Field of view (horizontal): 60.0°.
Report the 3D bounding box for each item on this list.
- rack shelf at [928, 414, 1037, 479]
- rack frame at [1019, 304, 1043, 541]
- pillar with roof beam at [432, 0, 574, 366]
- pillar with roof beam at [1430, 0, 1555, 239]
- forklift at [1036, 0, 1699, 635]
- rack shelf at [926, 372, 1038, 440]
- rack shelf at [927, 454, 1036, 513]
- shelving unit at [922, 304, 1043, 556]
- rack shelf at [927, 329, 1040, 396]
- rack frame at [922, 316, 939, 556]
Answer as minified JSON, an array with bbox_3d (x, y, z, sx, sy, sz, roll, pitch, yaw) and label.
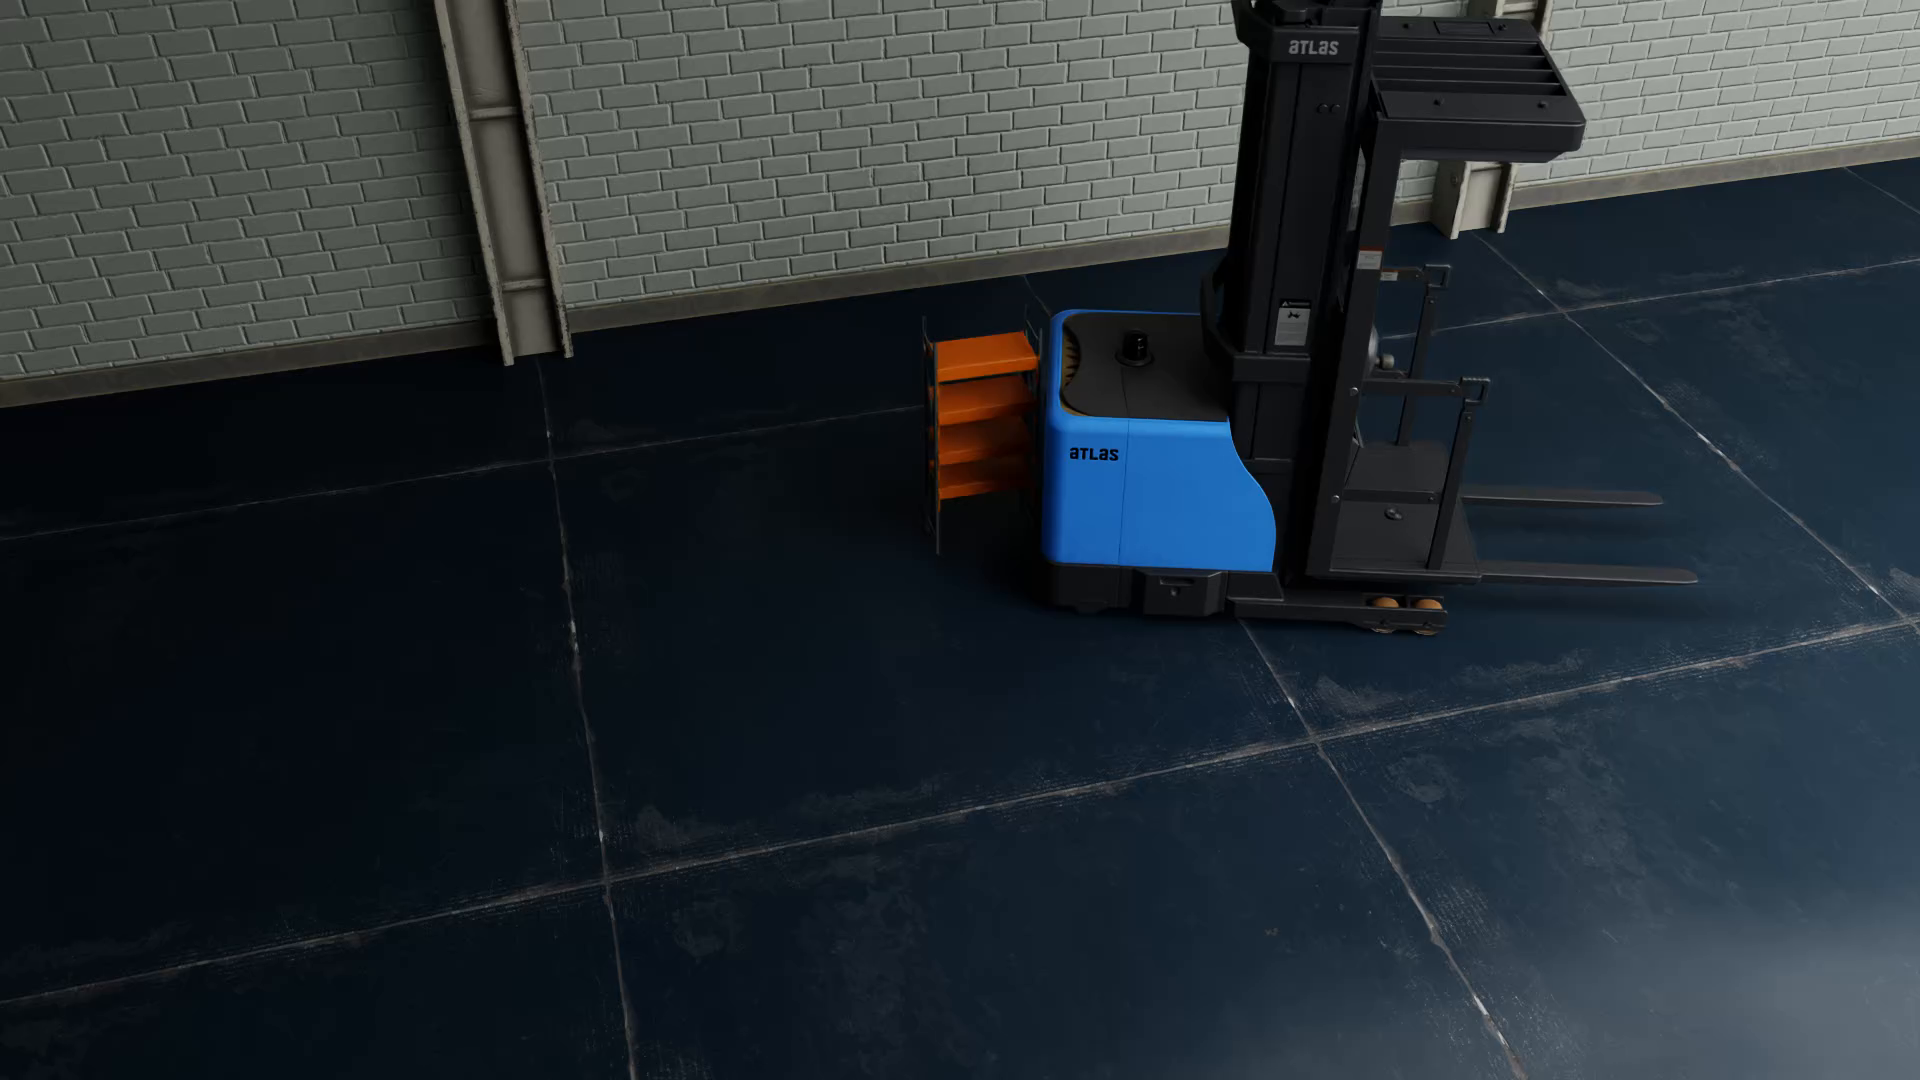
[{"bbox_3d":[0.100,-0.455,7.947,0.480,0.148,0.258,-9,38,-11],"label":"rack shelf"},{"bbox_3d":[0.337,-0.544,7.953,0.015,1.200,0.240,-9,38,-11],"label":"rack frame"},{"bbox_3d":[-1.343,-2.169,3.658,0.400,9.000,9.100,-9,38,-12],"label":"pillar with roof beam"},{"bbox_3d":[4.449,-3.119,4.901,0.400,9.000,9.100,-9,38,-12],"label":"pillar with roof beam"},{"bbox_3d":[1.898,-1.063,7.207,3.031,2.935,1.130,2,37,3],"label":"forklift"},{"bbox_3d":[0.100,-0.632,7.811,0.480,0.148,0.258,-9,38,-11],"label":"rack shelf"},{"bbox_3d":[0.100,-0.297,8.068,0.480,0.148,0.258,-9,38,-11],"label":"rack shelf"},{"bbox_3d":[0.100,-0.508,7.906,0.503,1.200,0.258,-9,38,-11],"label":"shelving unit"},{"bbox_3d":[0.100,-0.820,7.667,0.480,0.148,0.258,-9,38,-11],"label":"rack shelf"},{"bbox_3d":[-0.137,-0.472,7.859,0.015,1.200,0.240,-9,38,-11],"label":"rack frame"}]
